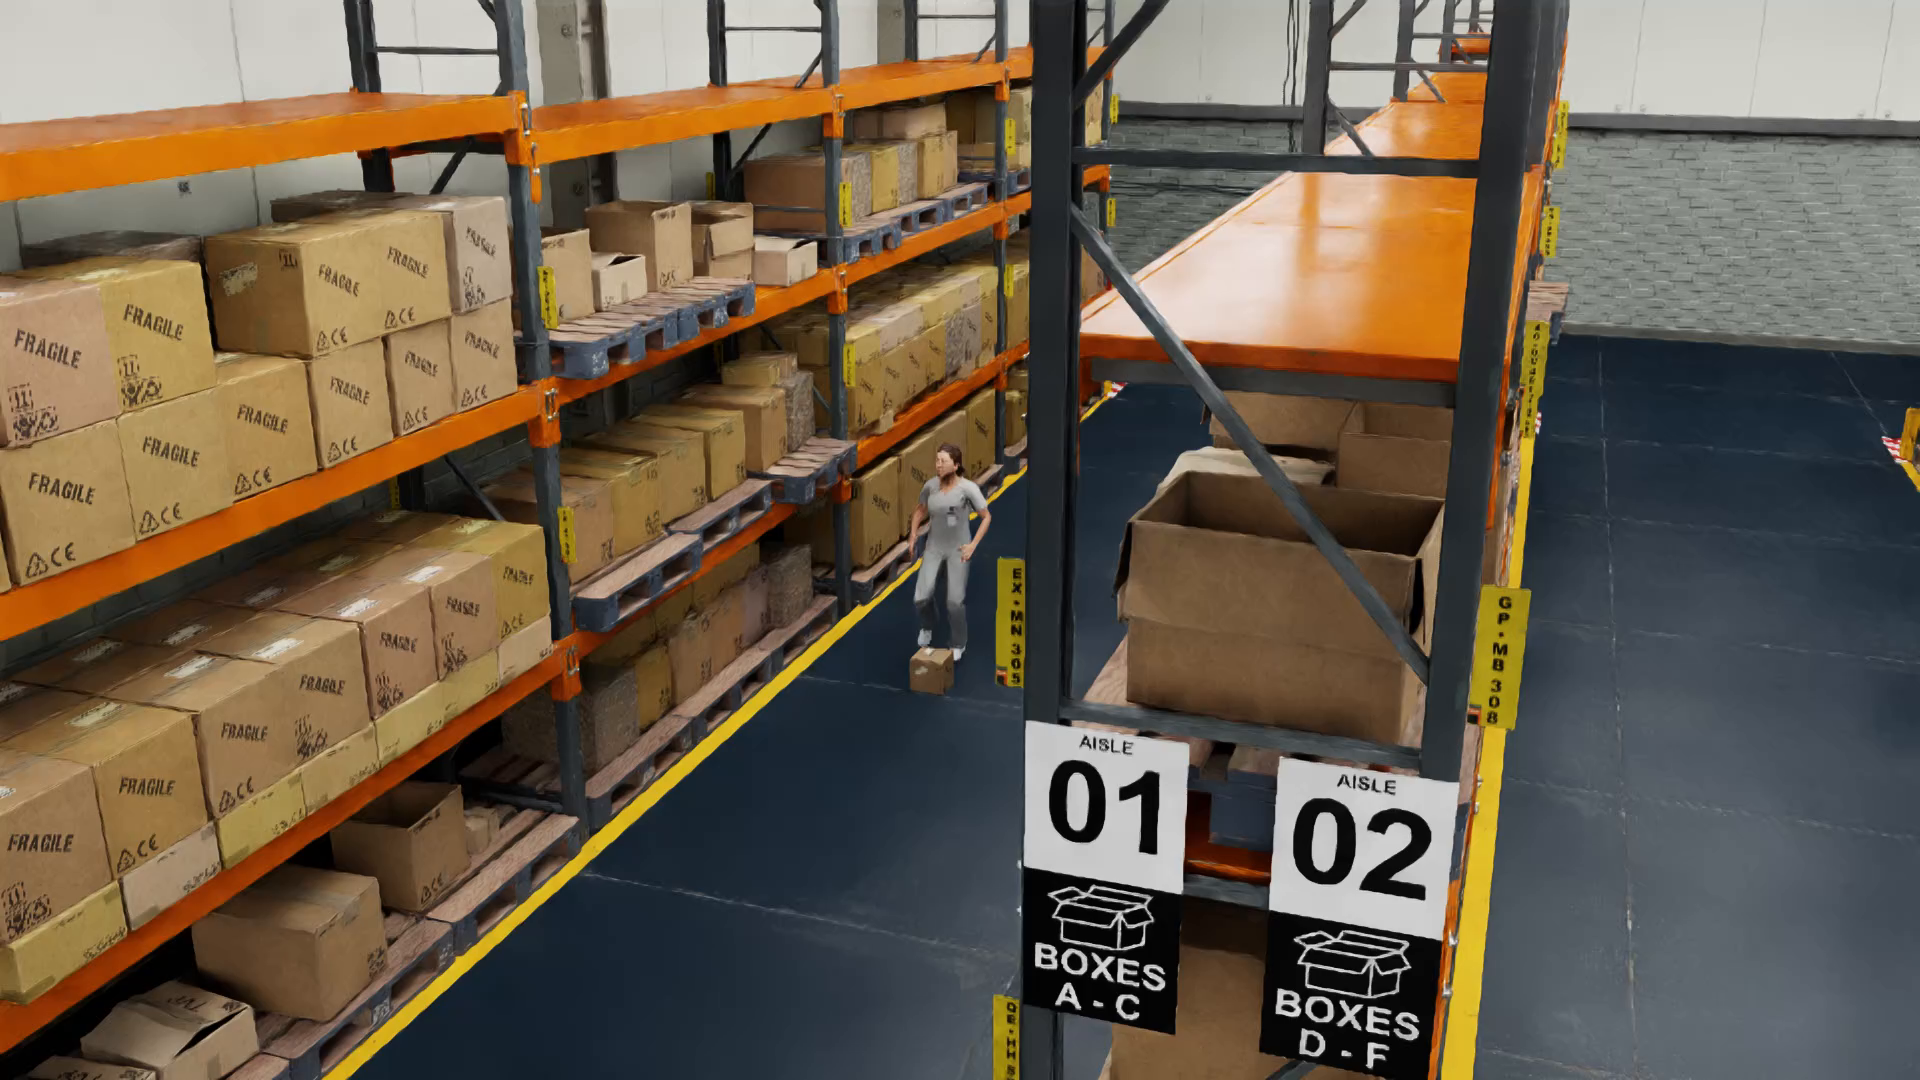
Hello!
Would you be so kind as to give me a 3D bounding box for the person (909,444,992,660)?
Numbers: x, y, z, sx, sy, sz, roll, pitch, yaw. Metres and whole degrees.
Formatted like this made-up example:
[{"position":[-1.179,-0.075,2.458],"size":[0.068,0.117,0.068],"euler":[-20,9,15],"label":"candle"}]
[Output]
[{"position":[-0.090,0.100,12.307],"size":[0.624,1.625,0.473],"euler":[6,20,16],"label":"person"}]
